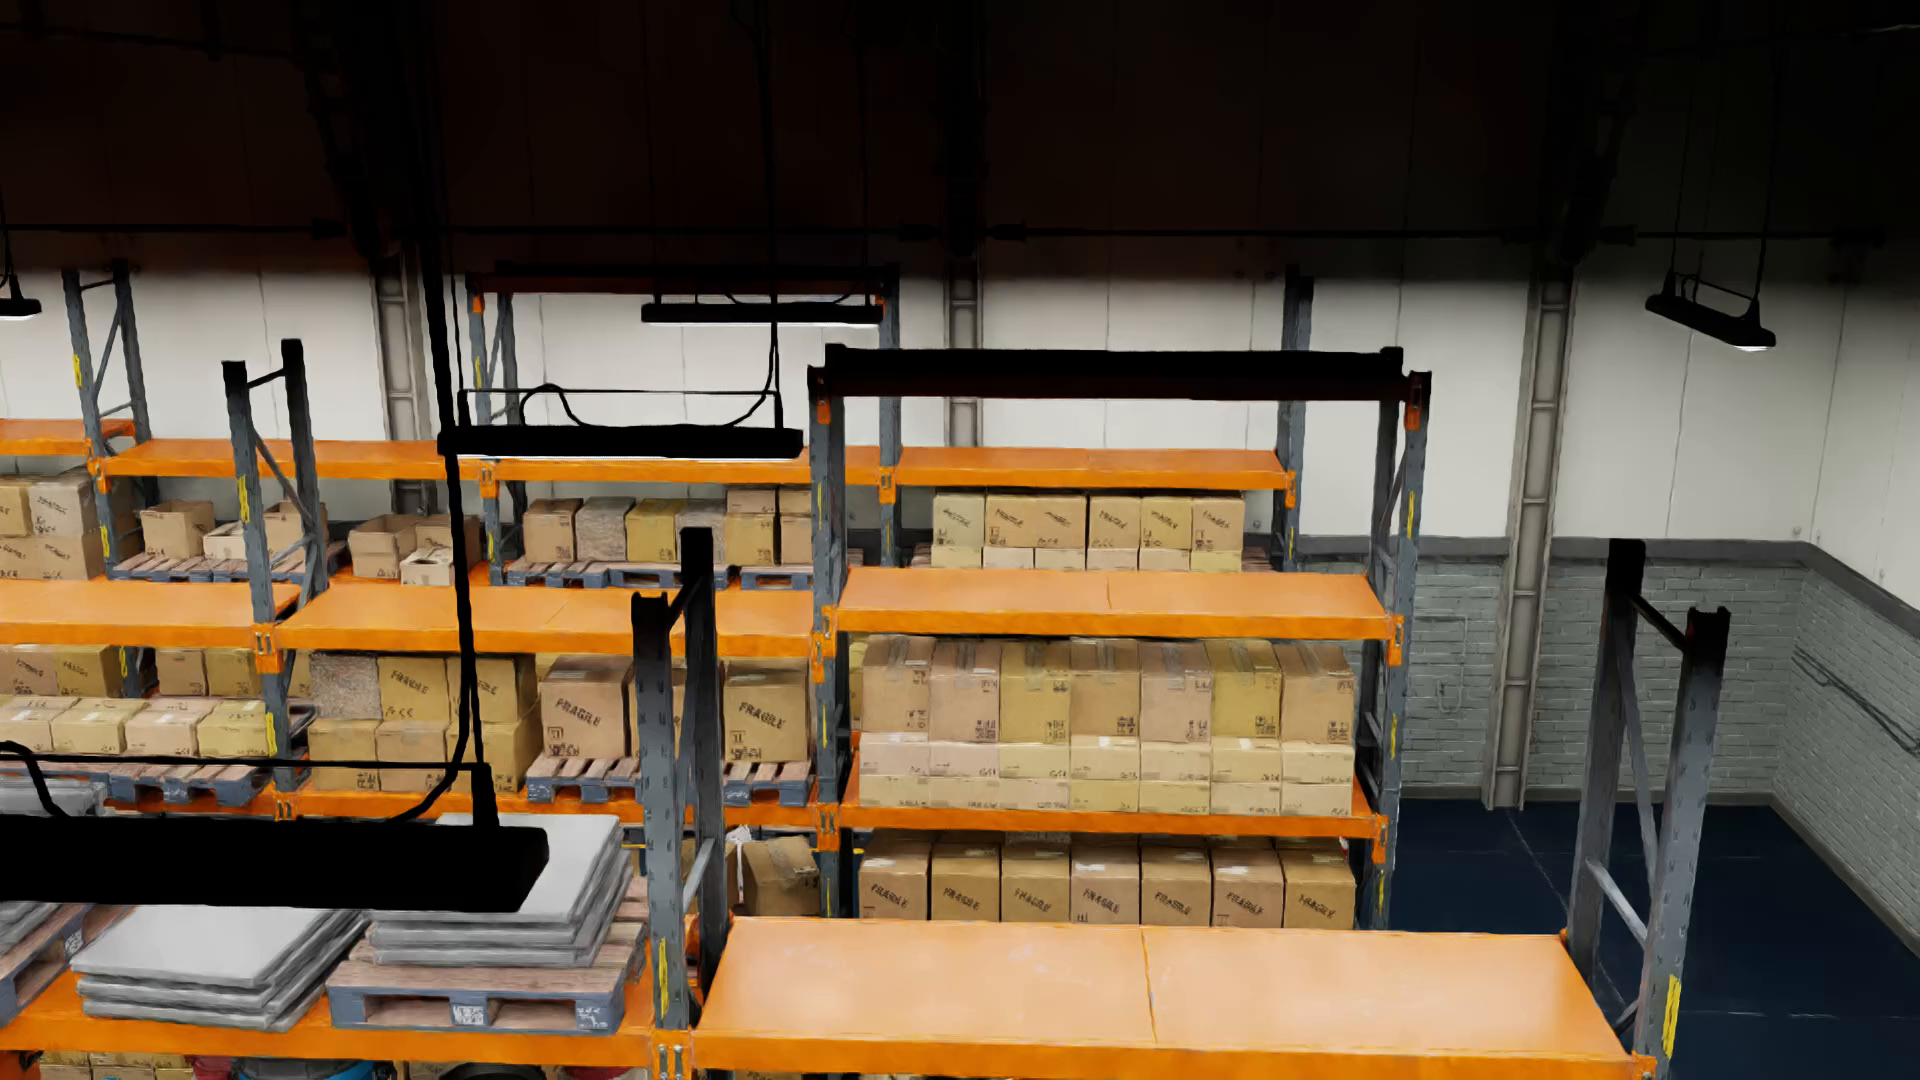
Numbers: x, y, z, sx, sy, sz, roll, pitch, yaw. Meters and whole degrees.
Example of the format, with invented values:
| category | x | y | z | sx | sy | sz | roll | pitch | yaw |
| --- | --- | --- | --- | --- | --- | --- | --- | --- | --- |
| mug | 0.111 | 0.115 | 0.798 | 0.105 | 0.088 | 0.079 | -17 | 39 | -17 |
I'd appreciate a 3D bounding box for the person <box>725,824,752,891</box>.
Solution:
| category | x | y | z | sx | sy | sz | roll | pitch | yaw |
| --- | --- | --- | --- | --- | --- | --- | --- | --- | --- |
| person | -1.990 | 3.111 | 14.975 | 1.089 | 1.590 | 0.488 | 0 | 16 | 0 |
